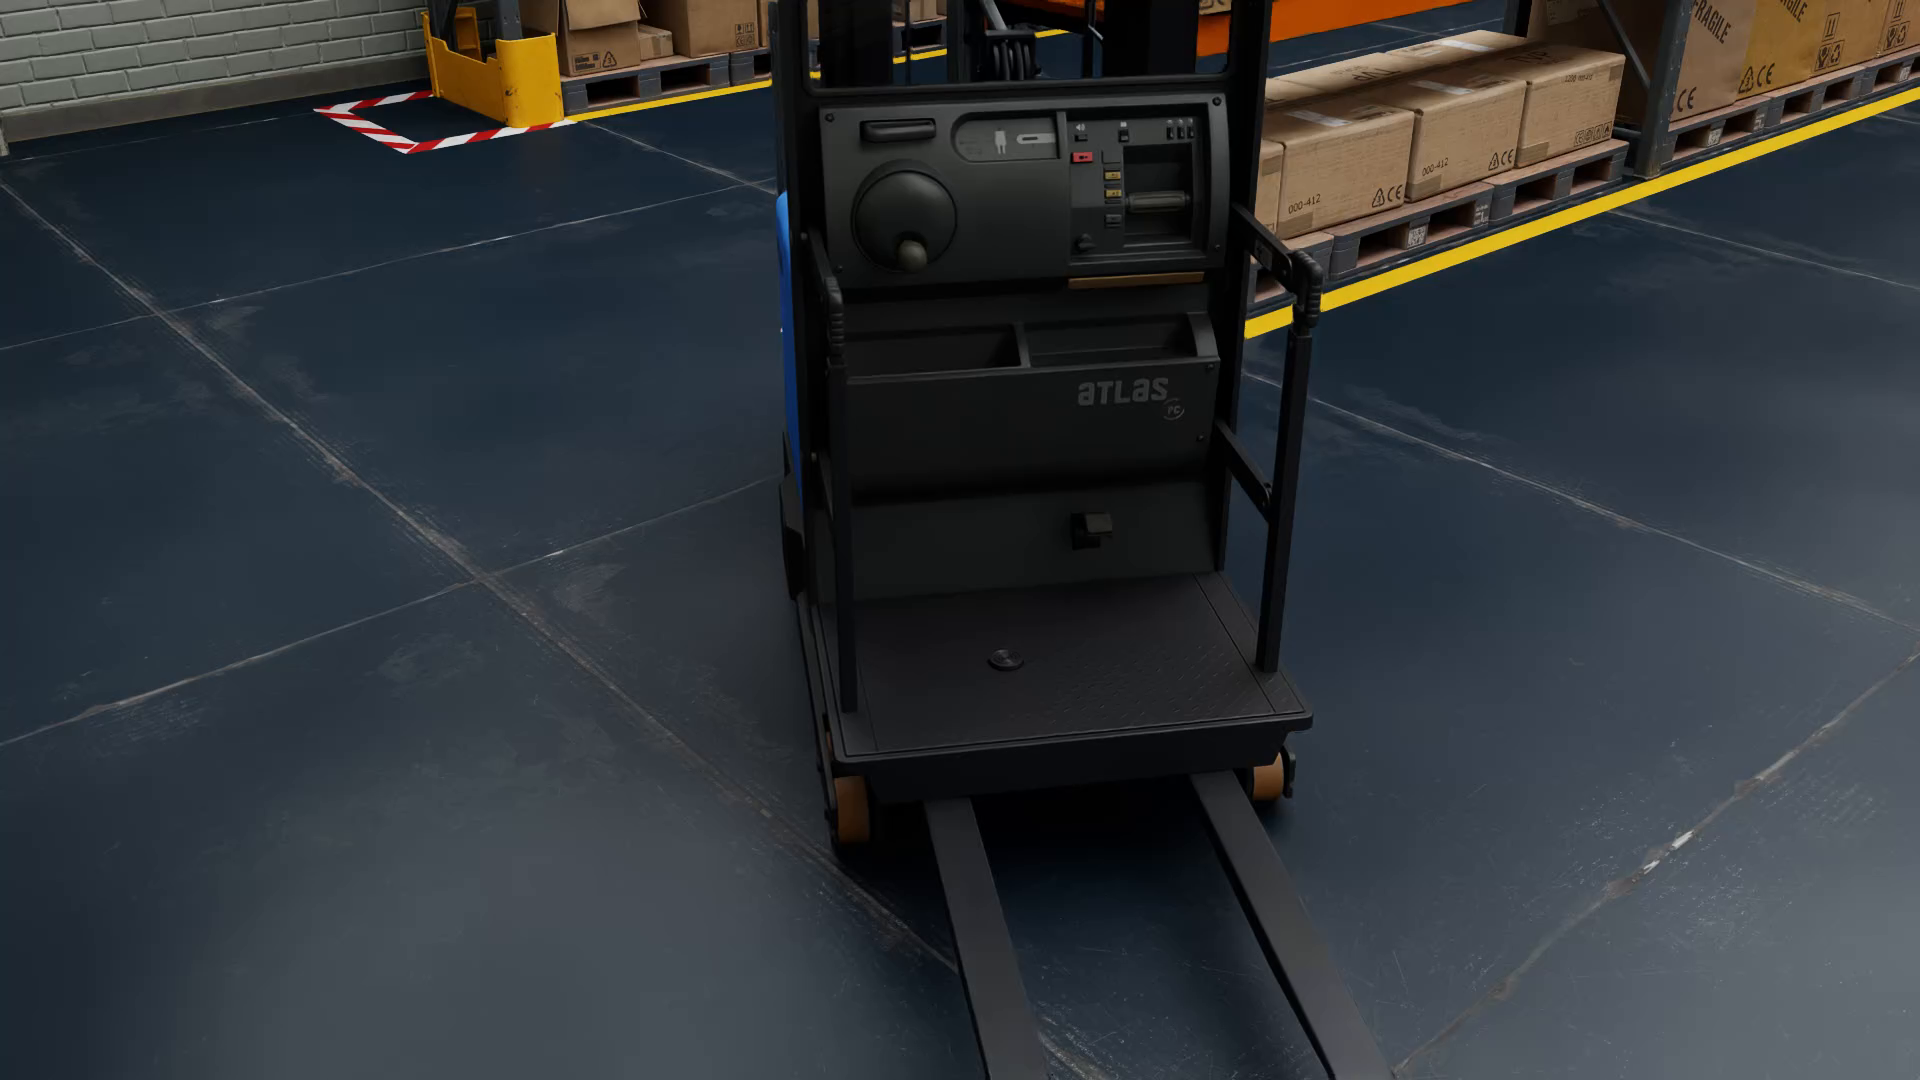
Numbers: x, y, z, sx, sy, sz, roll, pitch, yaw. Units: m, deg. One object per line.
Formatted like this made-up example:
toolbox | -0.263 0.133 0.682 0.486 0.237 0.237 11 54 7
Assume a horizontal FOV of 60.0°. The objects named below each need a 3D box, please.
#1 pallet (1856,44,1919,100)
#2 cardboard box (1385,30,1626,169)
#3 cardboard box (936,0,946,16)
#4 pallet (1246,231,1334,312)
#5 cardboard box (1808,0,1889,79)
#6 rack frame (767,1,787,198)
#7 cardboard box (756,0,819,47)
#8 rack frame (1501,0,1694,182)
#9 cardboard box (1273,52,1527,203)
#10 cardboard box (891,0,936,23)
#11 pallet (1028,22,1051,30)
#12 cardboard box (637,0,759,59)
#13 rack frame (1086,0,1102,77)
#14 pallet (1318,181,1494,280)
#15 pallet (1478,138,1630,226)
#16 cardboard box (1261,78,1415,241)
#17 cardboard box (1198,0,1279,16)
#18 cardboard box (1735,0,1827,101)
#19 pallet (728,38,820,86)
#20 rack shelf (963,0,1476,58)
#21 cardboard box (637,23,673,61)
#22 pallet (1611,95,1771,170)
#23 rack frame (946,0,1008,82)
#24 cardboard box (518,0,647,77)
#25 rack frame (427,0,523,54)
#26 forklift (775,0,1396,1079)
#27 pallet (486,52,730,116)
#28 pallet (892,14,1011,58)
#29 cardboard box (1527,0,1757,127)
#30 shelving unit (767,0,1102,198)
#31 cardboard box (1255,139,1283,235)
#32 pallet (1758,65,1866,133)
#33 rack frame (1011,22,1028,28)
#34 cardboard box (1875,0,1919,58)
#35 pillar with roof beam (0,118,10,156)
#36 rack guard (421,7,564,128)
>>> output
pallet | 5.751 -3.195 11.004 1.213 0.211 1.003 -22 35 -35
cardboard box | 2.809 -2.317 8.676 0.875 0.438 0.875 -22 35 -36
cardboard box | -0.101 -3.846 11.843 0.250 0.149 0.380 -23 36 -36
pallet | 0.871 -1.234 7.336 1.213 0.211 1.003 -22 35 -35
cardboard box | 5.139 -3.434 10.302 0.875 0.875 0.875 -21 35 -34
rack frame | -0.559 -0.922 5.385 0.032 1.500 0.500 -4 28 -7
cardboard box | -1.242 -3.580 10.972 0.500 0.500 0.500 -21 35 -34
rack frame | 3.356 -3.415 8.458 0.127 3.000 1.000 -22 35 -35
cardboard box | 2.128 -2.043 8.163 0.875 0.438 0.875 -23 36 -36
cardboard box | -0.373 -3.788 11.611 0.258 0.266 0.396 -20 34 -33
pallet | 0.726 -4.226 12.935 1.213 0.211 1.003 -22 35 -35
cardboard box | -1.709 -3.454 10.737 0.500 0.500 0.700 -20 34 -33
rack frame | 0.449 -0.986 5.504 0.032 1.500 0.500 -4 28 -7
pallet | 1.798 -1.606 8.031 1.213 0.211 1.003 -22 35 -35
pallet | 2.727 -1.981 8.733 1.213 0.211 1.003 -22 35 -35
cardboard box | 1.441 -1.768 7.648 0.875 0.438 0.875 -21 34 -34
cardboard box | 0.865 -2.280 6.227 0.500 0.500 0.500 -22 35 -35
cardboard box | 4.458 -3.161 9.791 0.875 0.875 0.875 -21 34 -34
pallet | -1.320 -3.379 11.349 1.213 0.211 1.003 -22 35 -35
rack shelf | 1.835 -2.486 7.483 4.000 0.370 1.077 -22 35 -35
cardboard box | -2.036 -3.167 10.573 0.250 0.149 0.380 -24 36 -37
pallet | 3.894 -2.448 9.608 1.213 0.211 1.003 -22 35 -35
rack frame | 0.313 -2.192 6.168 0.127 3.000 1.000 -22 35 -35
cardboard box | -2.384 -3.208 10.273 0.637 0.503 0.797 -24 36 -37
rack frame | -2.911 -3.970 9.497 0.127 3.000 1.000 -22 35 -35
forklift | 0.190 -0.759 3.561 1.130 2.935 3.031 -5 28 -8
pallet | -2.247 -3.008 10.654 1.213 0.211 1.003 -22 35 -35
pallet | -0.391 -3.754 12.051 1.213 0.211 1.003 -22 35 -35
cardboard box | 3.776 -2.882 9.269 0.875 0.875 0.875 -21 34 -33
shelving unit | -0.055 -0.954 5.444 1.048 1.500 0.538 -4 28 -7
cardboard box | 0.751 -1.485 7.118 0.875 0.438 0.875 -23 36 -37
pallet | 4.823 -2.824 10.310 1.213 0.211 1.003 -22 35 -35
rack frame | 0.132 -5.194 11.786 0.127 3.000 1.000 -22 35 -35
cardboard box | 5.820 -3.705 10.810 0.875 0.875 0.875 -22 35 -35
pillar with roof beam | -2.753 -4.571 4.256 0.400 9.000 9.100 -22 35 -35
rack guard | -2.853 -2.891 10.129 0.348 0.500 1.175 -22 35 -35
